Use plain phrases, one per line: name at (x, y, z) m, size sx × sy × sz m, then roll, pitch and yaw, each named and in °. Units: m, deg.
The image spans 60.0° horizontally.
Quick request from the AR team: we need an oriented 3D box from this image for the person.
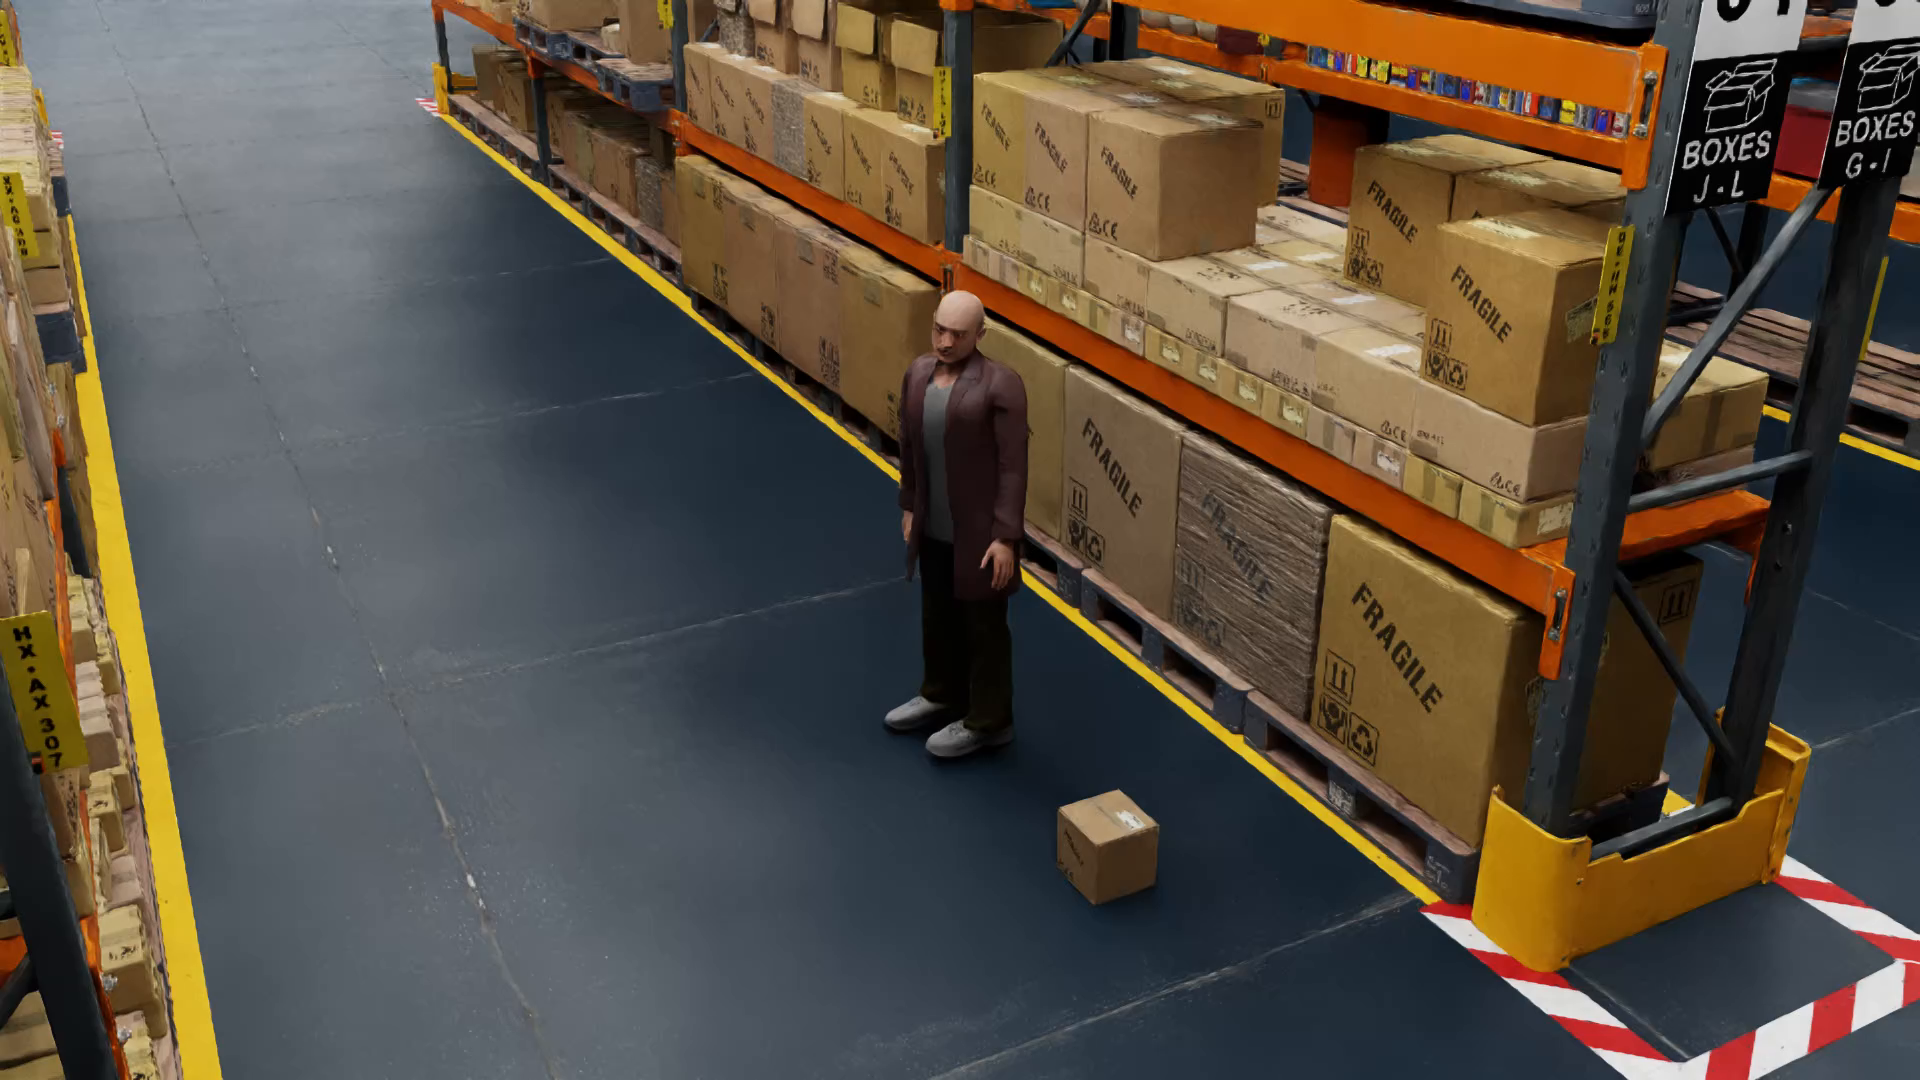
person at (-0.023, -0.042, 6.151) m, size 0.625 × 1.791 × 0.413 m, roll 20°, pitch 32°, yaw 37°
